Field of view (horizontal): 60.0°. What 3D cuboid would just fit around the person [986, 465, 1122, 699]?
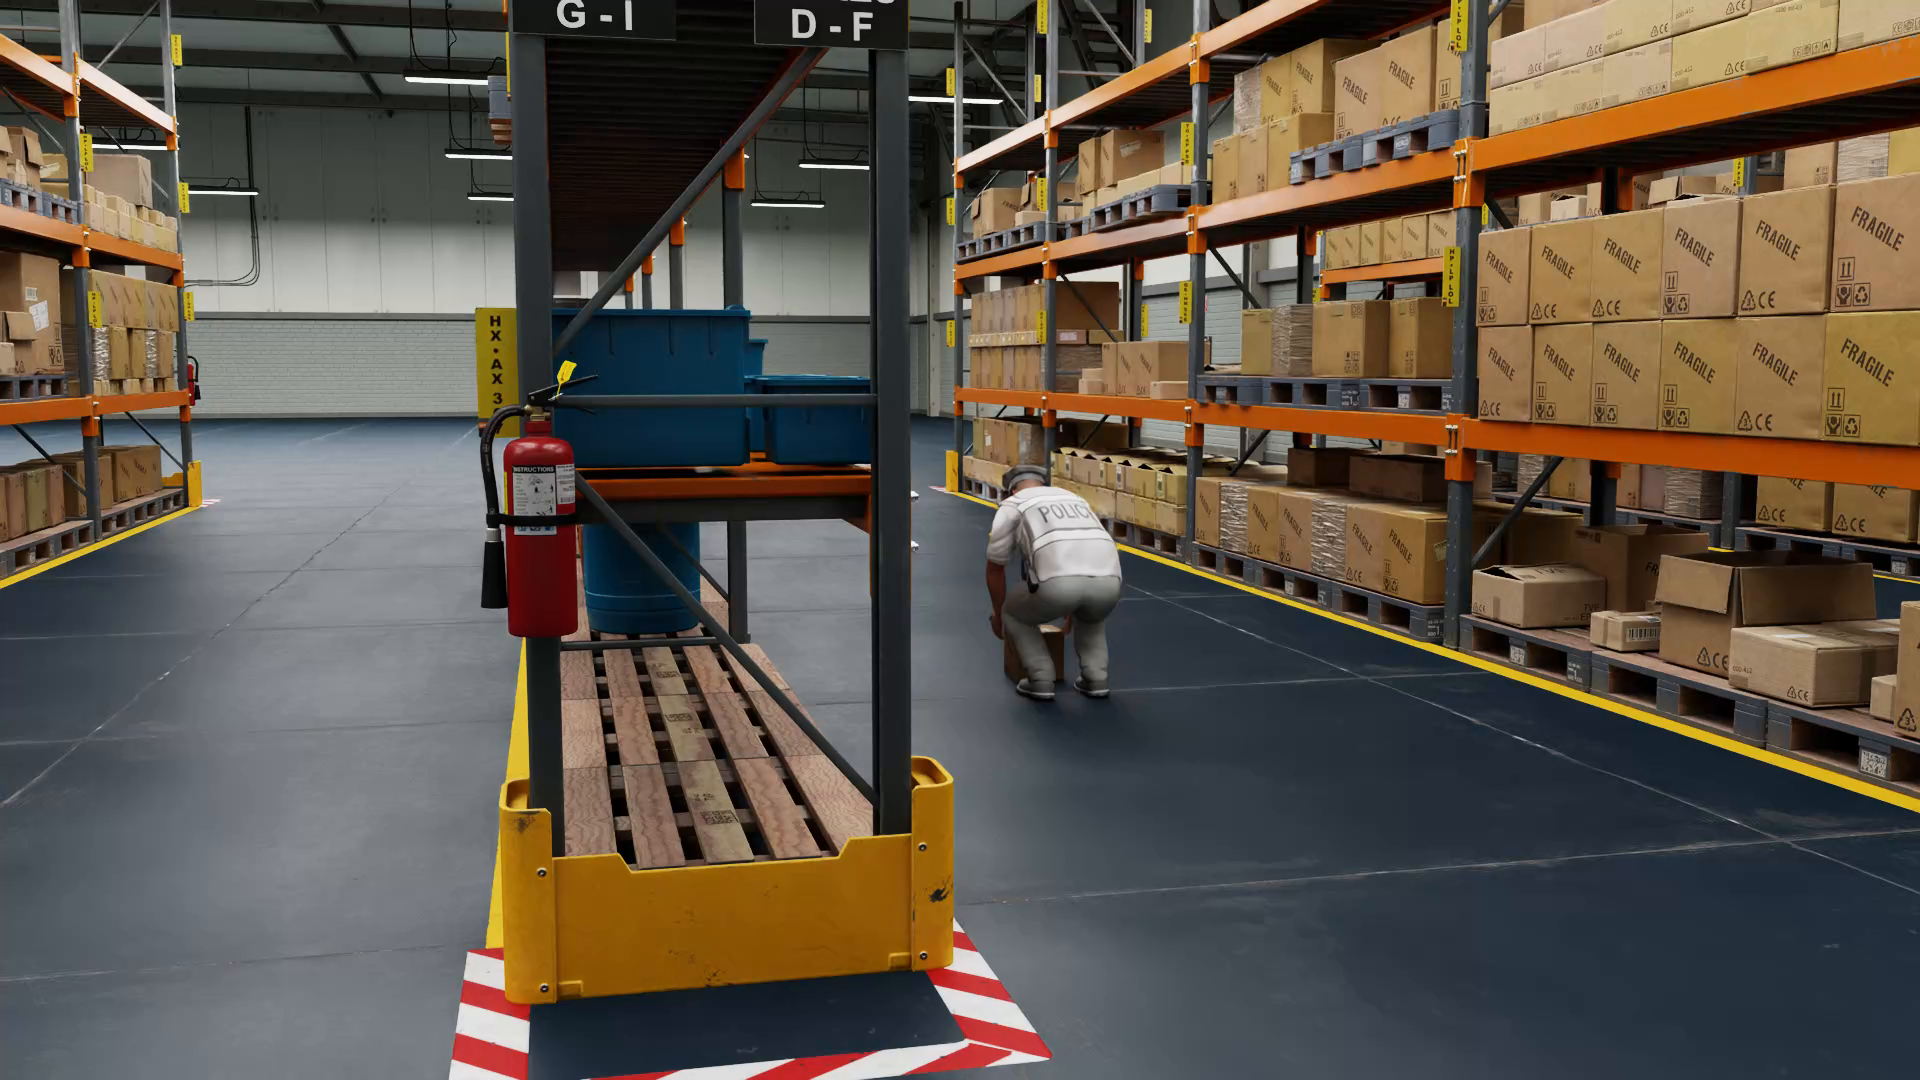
[{"bbox_3d":[0.444,0.198,8.163,0.575,1.099,0.929,-1,6,-14],"label":"person"}]
